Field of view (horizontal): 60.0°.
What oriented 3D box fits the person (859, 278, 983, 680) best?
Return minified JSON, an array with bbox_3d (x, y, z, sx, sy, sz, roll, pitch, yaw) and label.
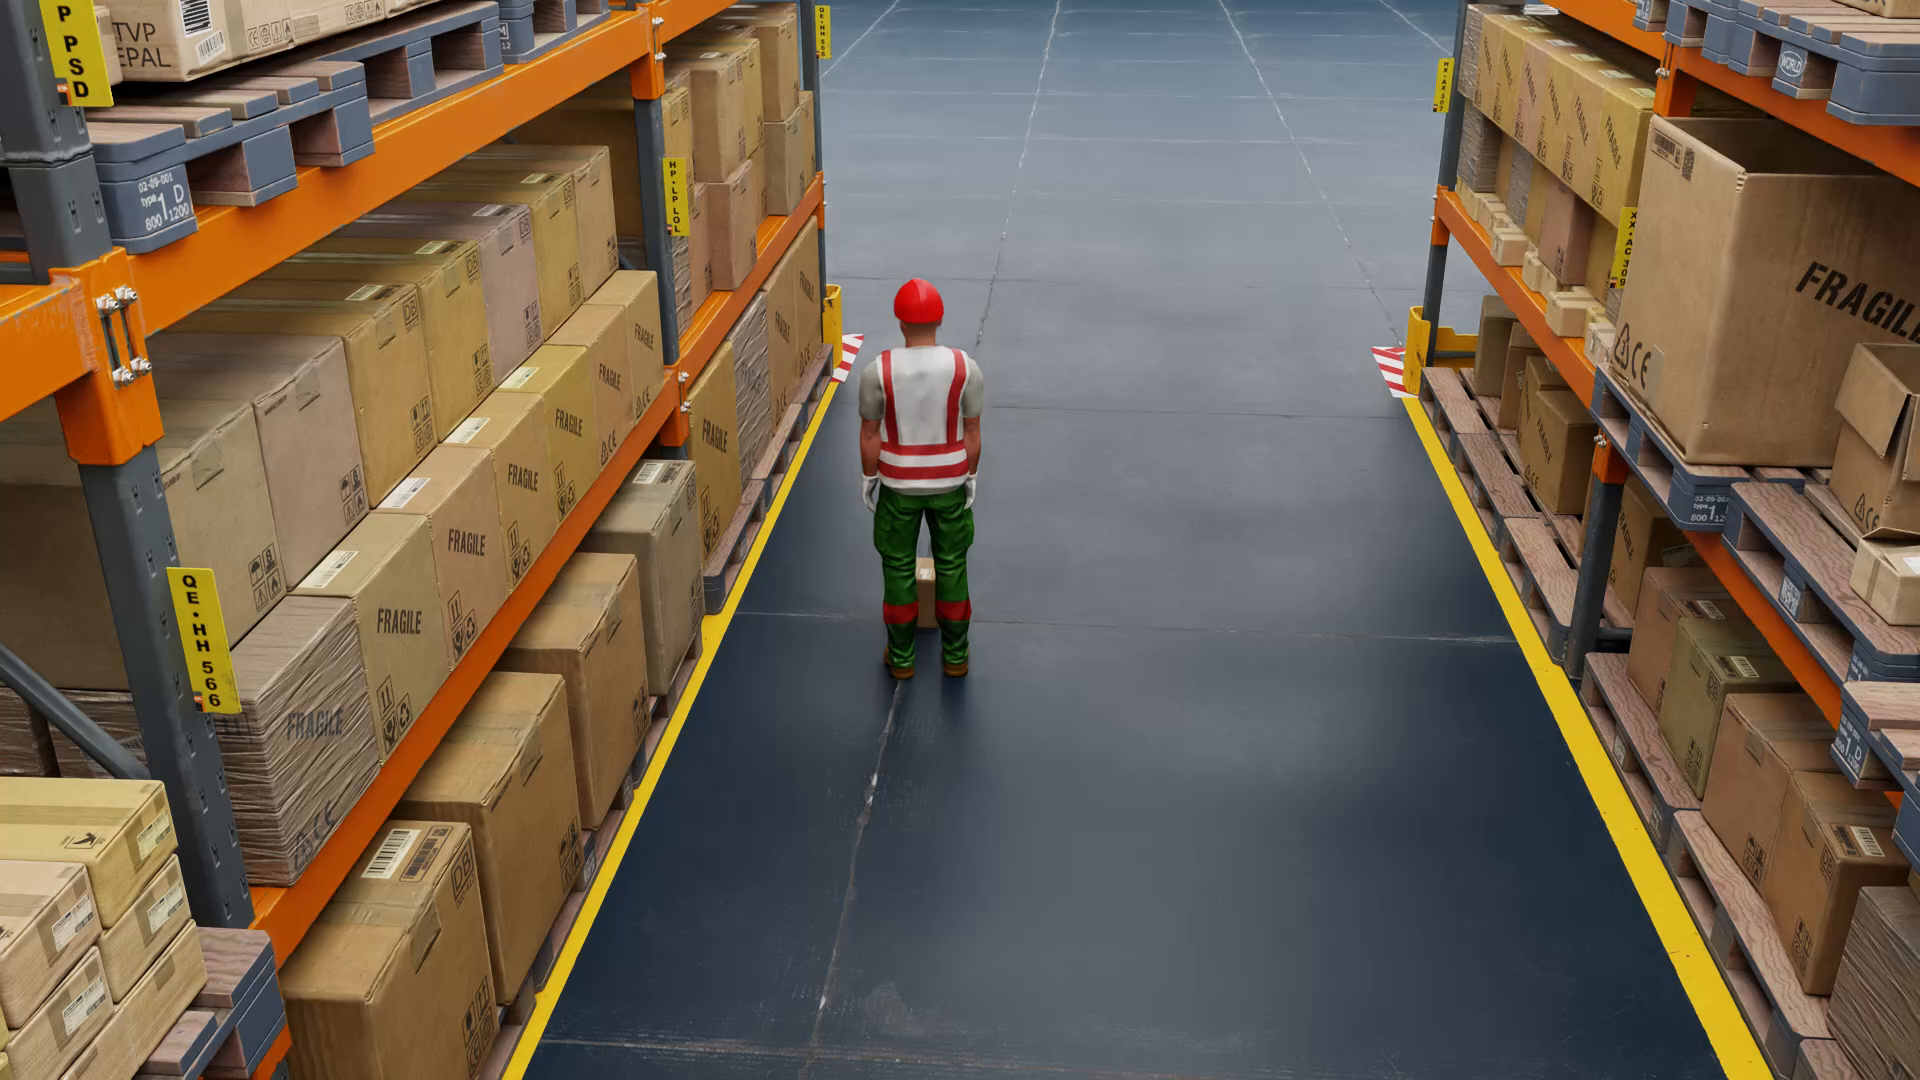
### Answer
[{"bbox_3d":[-0.166,-0.248,7.126,0.524,1.785,0.335,-3,24,-6],"label":"person"}]
